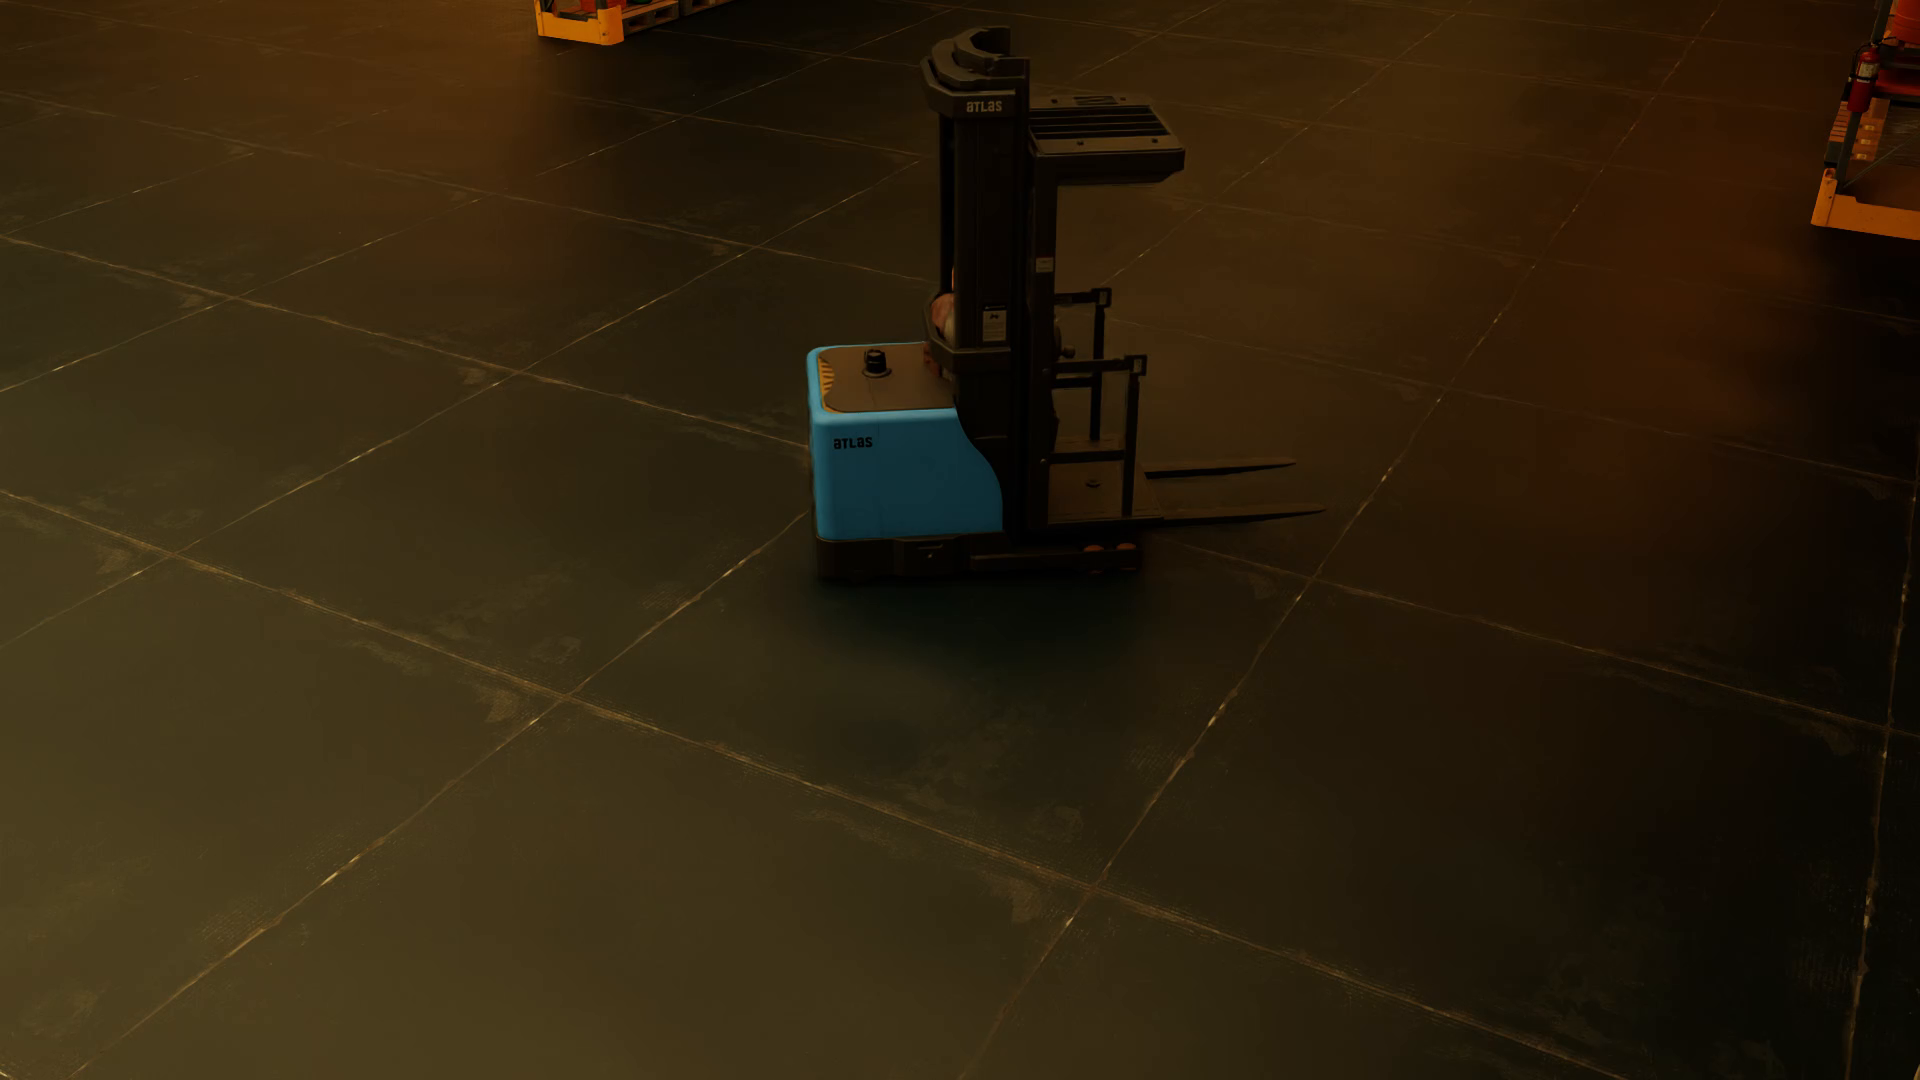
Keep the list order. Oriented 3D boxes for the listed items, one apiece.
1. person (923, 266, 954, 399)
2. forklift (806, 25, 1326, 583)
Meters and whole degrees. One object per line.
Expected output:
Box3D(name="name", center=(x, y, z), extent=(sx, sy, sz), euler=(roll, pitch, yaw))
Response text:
Box3D(name="person", center=(-0.036, -0.768, 9.478), extent=(0.553, 1.700, 0.543), euler=(15, 33, 25))
Box3D(name="forklift", center=(0.632, -1.333, 9.380), extent=(3.031, 2.935, 1.130), euler=(-3, 30, -6))
